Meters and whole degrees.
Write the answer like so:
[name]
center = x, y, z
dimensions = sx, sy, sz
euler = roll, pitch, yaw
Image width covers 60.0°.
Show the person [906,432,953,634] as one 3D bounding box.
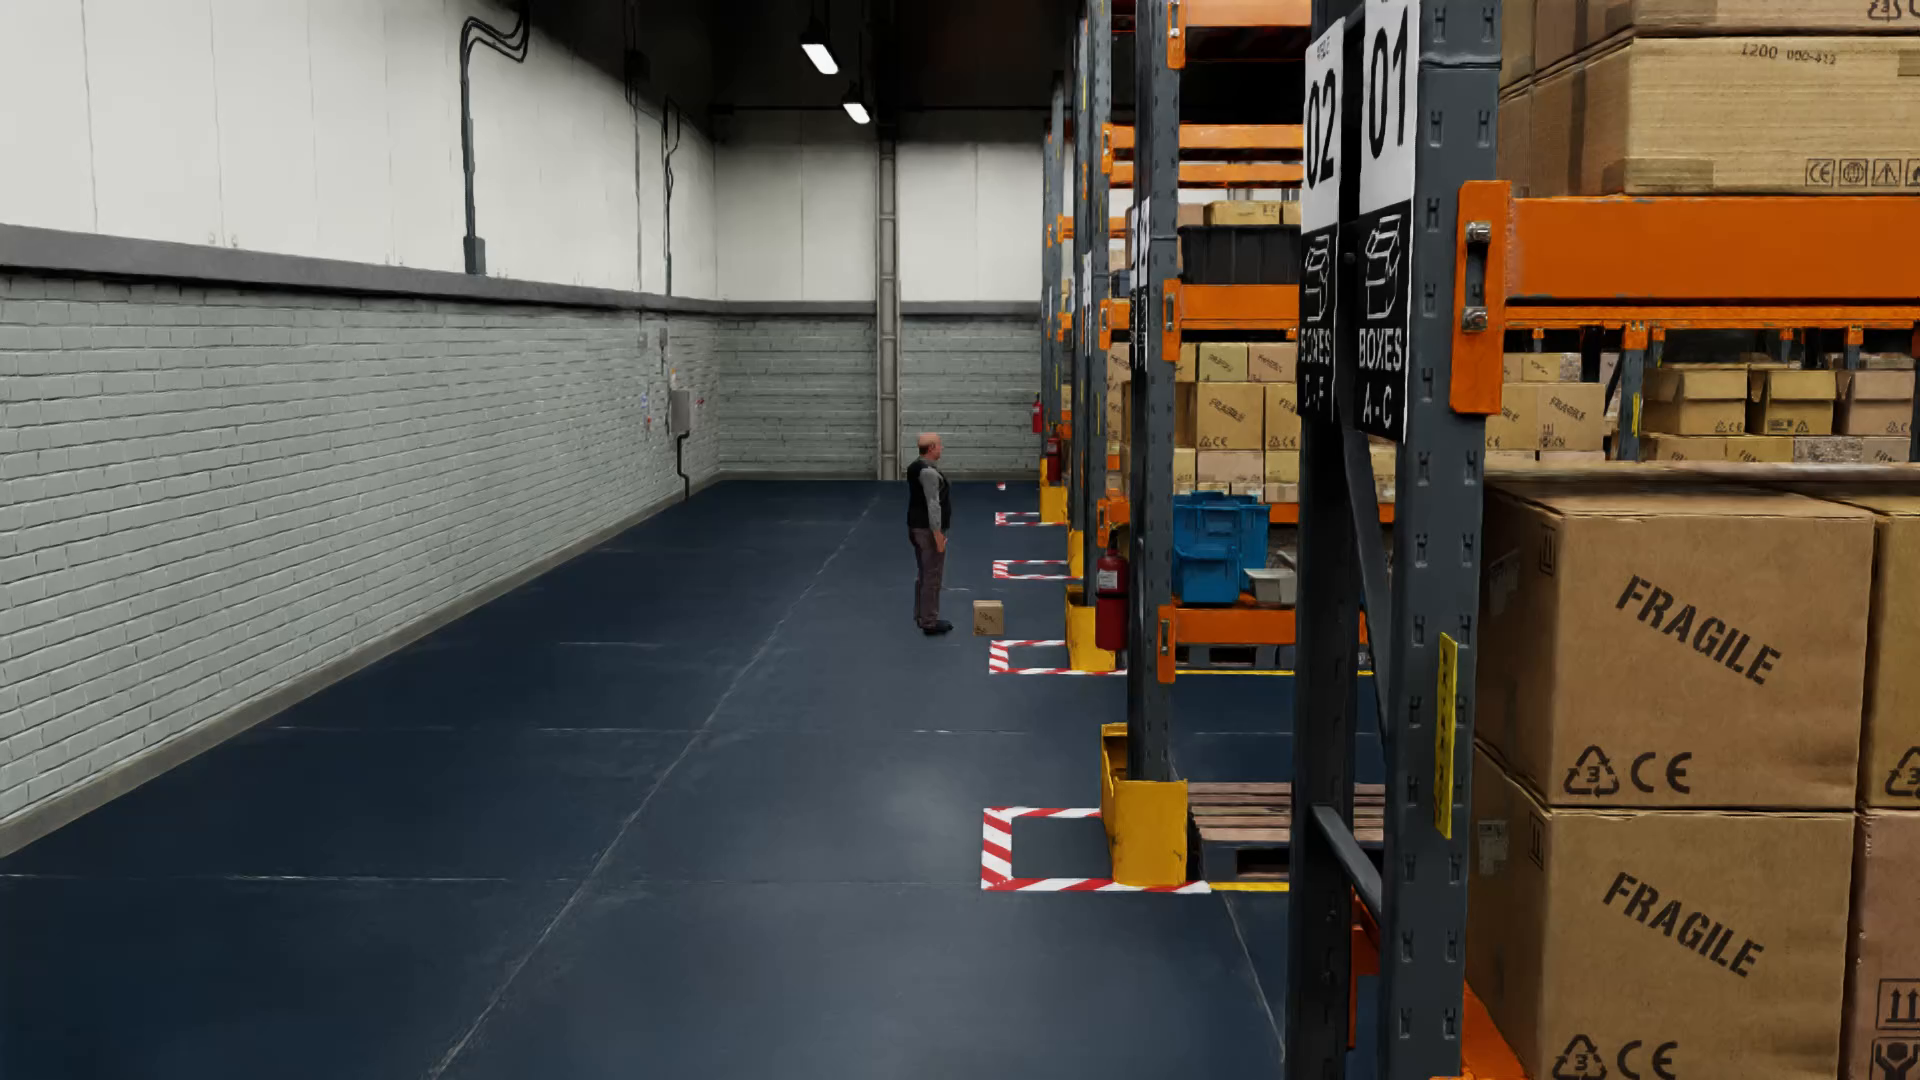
[person]
center = -0.232, -0.067, 14.315
dimensions = 0.423, 1.730, 0.563
euler = -2, 7, -17
